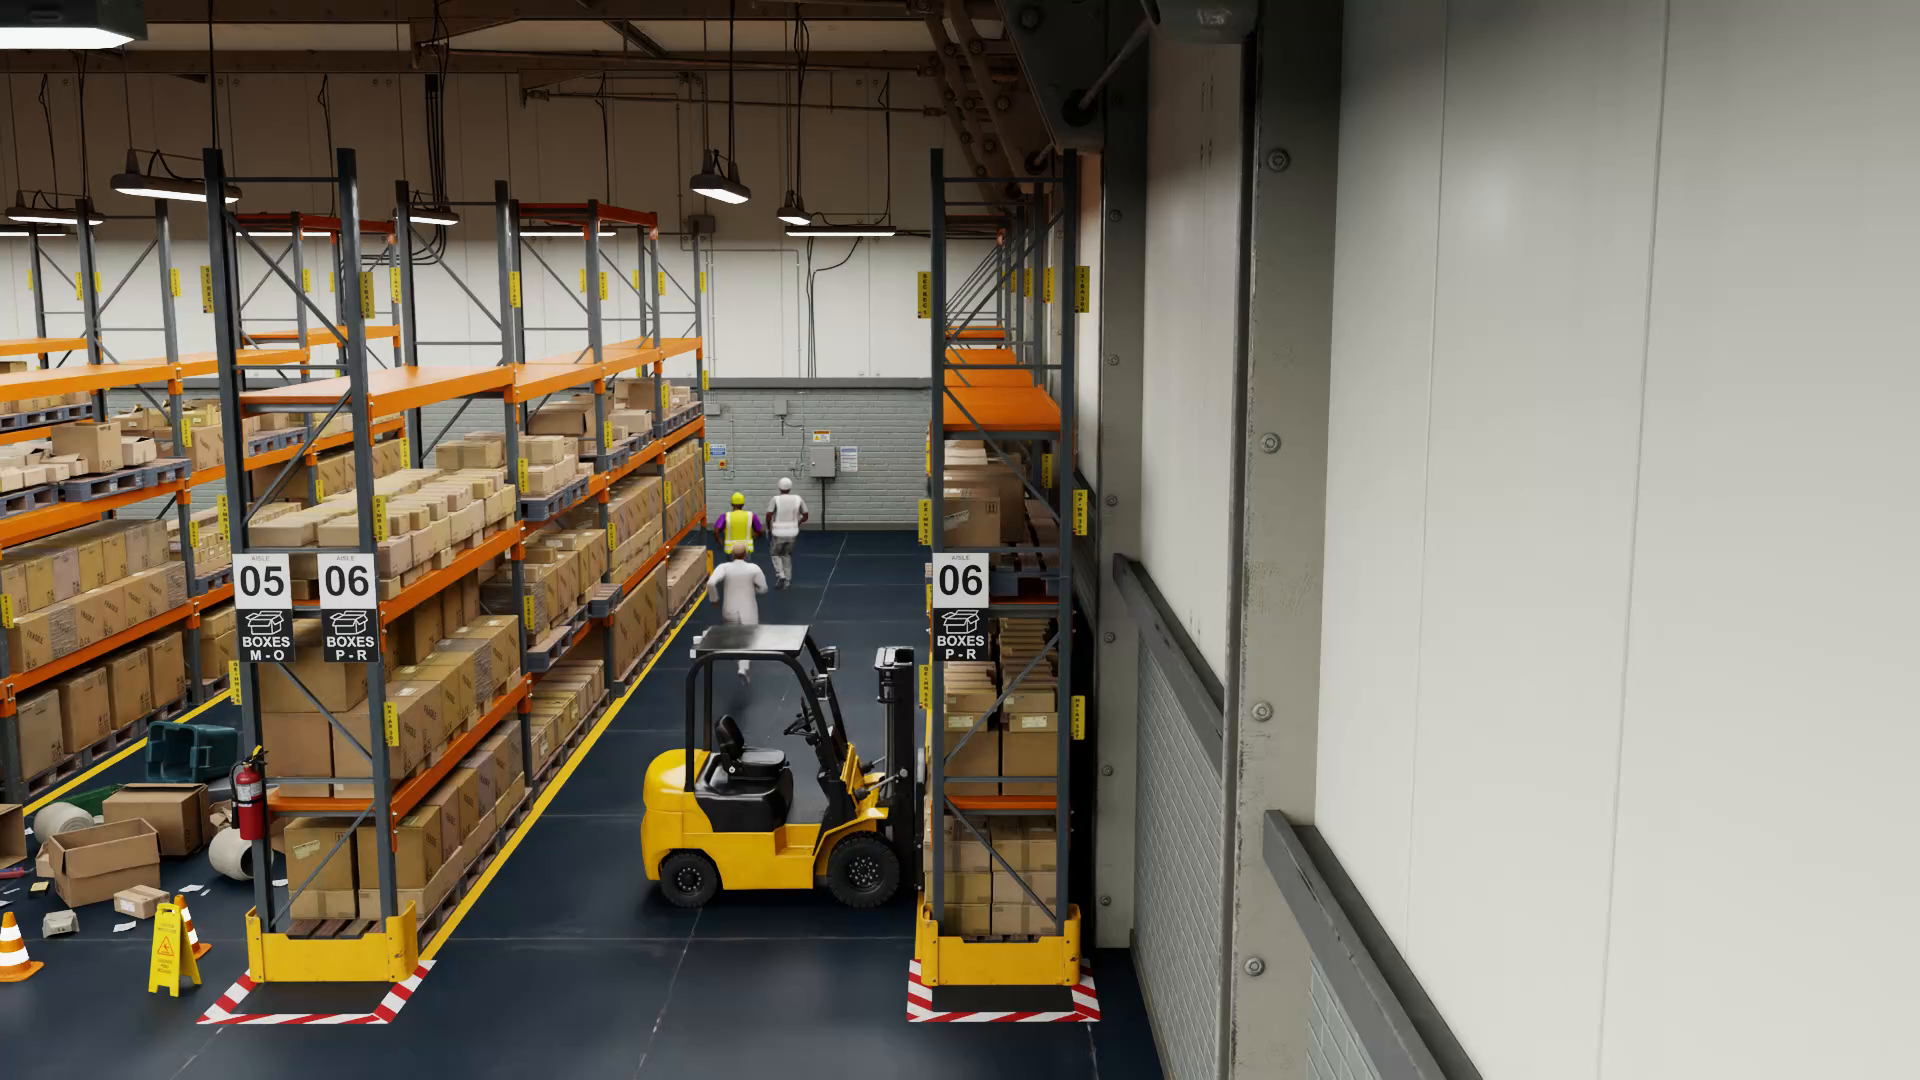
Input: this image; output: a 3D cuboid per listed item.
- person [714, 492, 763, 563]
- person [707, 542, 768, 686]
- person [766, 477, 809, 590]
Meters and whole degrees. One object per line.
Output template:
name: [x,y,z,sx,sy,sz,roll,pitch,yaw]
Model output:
person: [-3.192,0.202,24.017,0.697,1.785,0.824,-2,9,-9]
person: [-2.712,0.925,20.473,0.723,1.650,1.091,0,9,-1]
person: [-2.693,-0.097,25.768,0.685,1.756,0.551,-4,10,-21]
